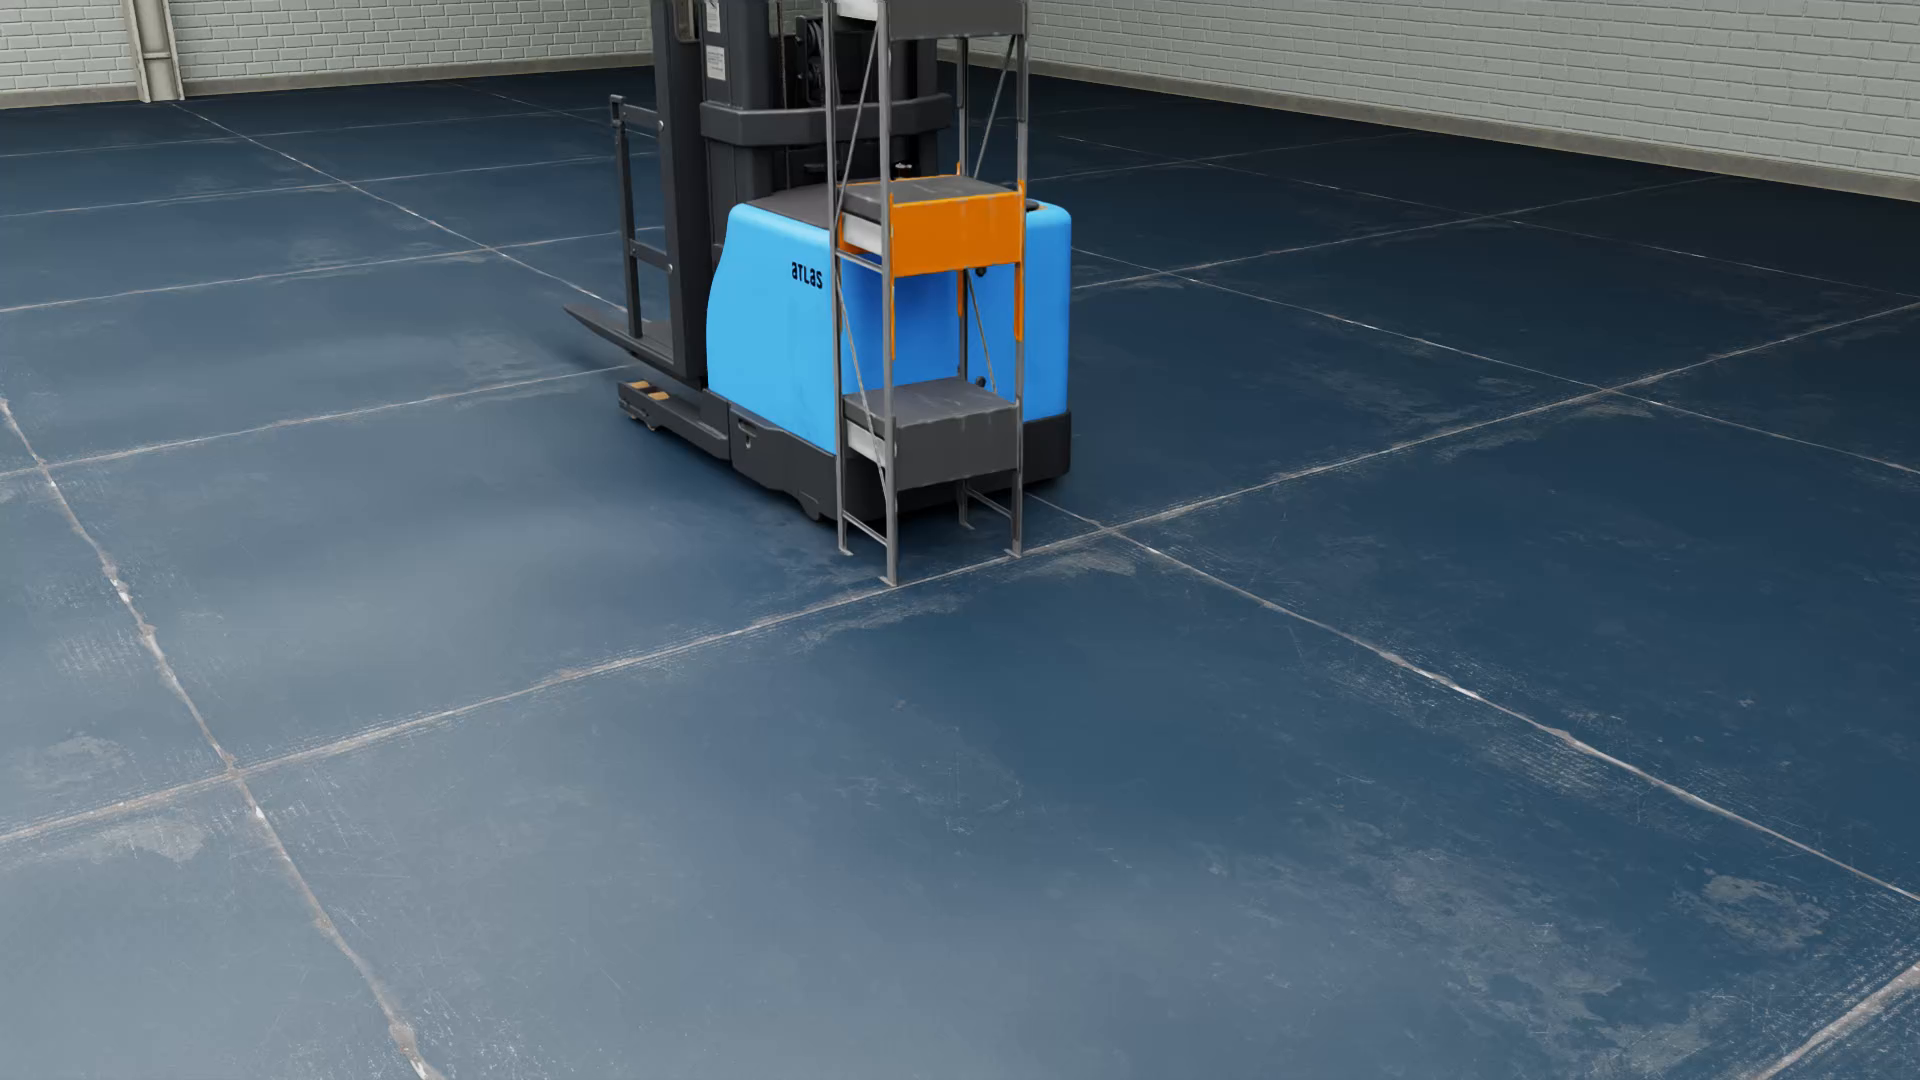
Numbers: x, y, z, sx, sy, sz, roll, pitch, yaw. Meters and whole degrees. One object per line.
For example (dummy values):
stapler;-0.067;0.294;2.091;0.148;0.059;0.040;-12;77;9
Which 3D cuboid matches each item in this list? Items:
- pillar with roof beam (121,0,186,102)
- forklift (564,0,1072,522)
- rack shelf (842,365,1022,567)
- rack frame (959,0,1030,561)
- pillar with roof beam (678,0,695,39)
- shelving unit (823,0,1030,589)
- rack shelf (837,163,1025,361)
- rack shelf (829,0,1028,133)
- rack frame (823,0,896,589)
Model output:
pillar with roof beam;-5.902;-7.531;12.626;0.400;9.000;9.100;-15;26;-33
forklift;-0.823;-1.913;6.735;1.130;2.935;3.031;-14;26;-32
rack shelf;-0.107;-0.261;5.643;0.480;0.518;0.431;-12;25;-28
rack frame;0.104;-0.970;5.493;0.015;2.100;0.400;-12;25;-28
pillar with roof beam;-1.031;-8.829;15.881;0.400;9.000;9.100;-15;26;-33
shelving unit;-0.106;-0.924;5.379;0.503;2.100;0.431;-12;25;-28
rack shelf;-0.106;-0.911;5.384;0.480;0.518;0.431;-12;25;-28
rack shelf;-0.106;-1.562;5.124;0.480;0.518;0.431;-12;25;-28
rack frame;-0.317;-0.879;5.265;0.015;2.100;0.400;-12;25;-28
